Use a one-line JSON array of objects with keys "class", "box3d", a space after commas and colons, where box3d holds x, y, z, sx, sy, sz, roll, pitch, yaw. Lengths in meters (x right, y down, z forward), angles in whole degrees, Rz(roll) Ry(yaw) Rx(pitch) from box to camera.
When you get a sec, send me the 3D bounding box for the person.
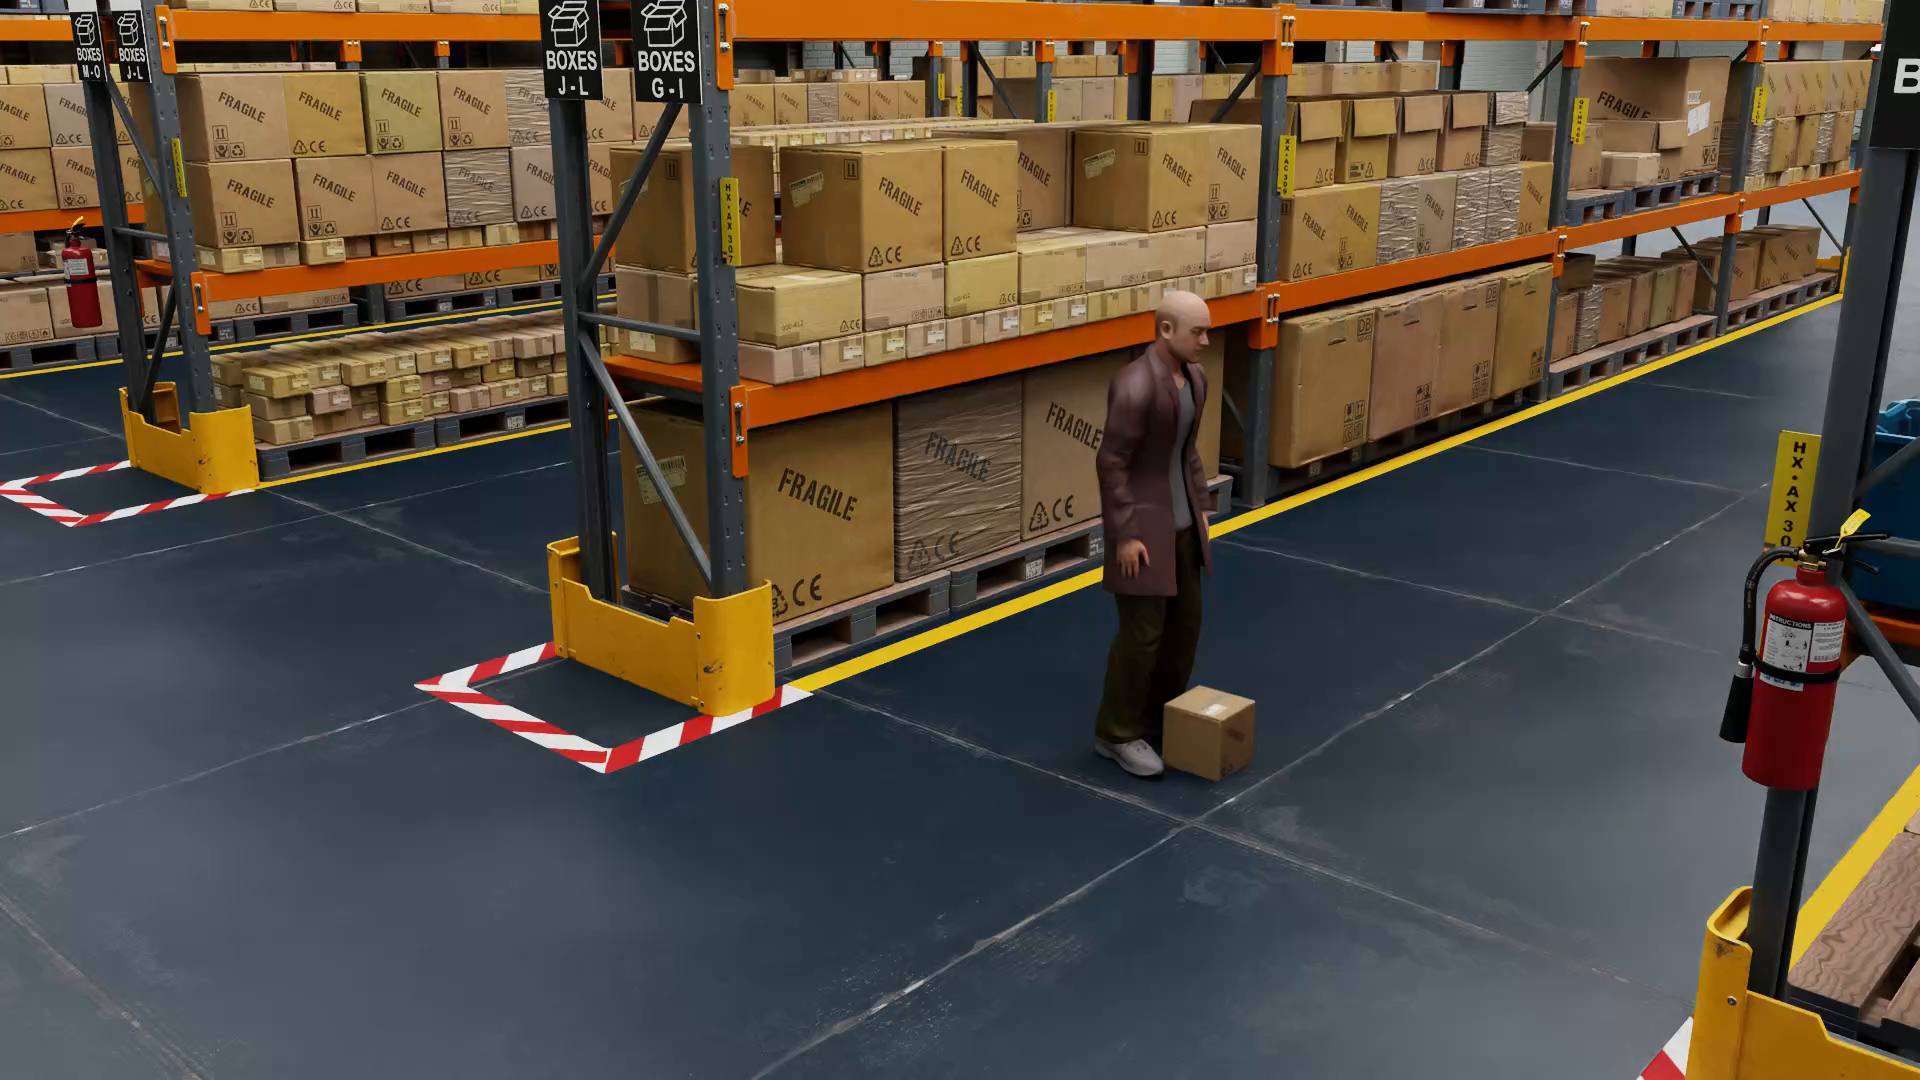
[{"class": "person", "box3d": [0.748, -0.048, 6.228, 0.427, 1.773, 0.635, 13, 21, 37]}]
